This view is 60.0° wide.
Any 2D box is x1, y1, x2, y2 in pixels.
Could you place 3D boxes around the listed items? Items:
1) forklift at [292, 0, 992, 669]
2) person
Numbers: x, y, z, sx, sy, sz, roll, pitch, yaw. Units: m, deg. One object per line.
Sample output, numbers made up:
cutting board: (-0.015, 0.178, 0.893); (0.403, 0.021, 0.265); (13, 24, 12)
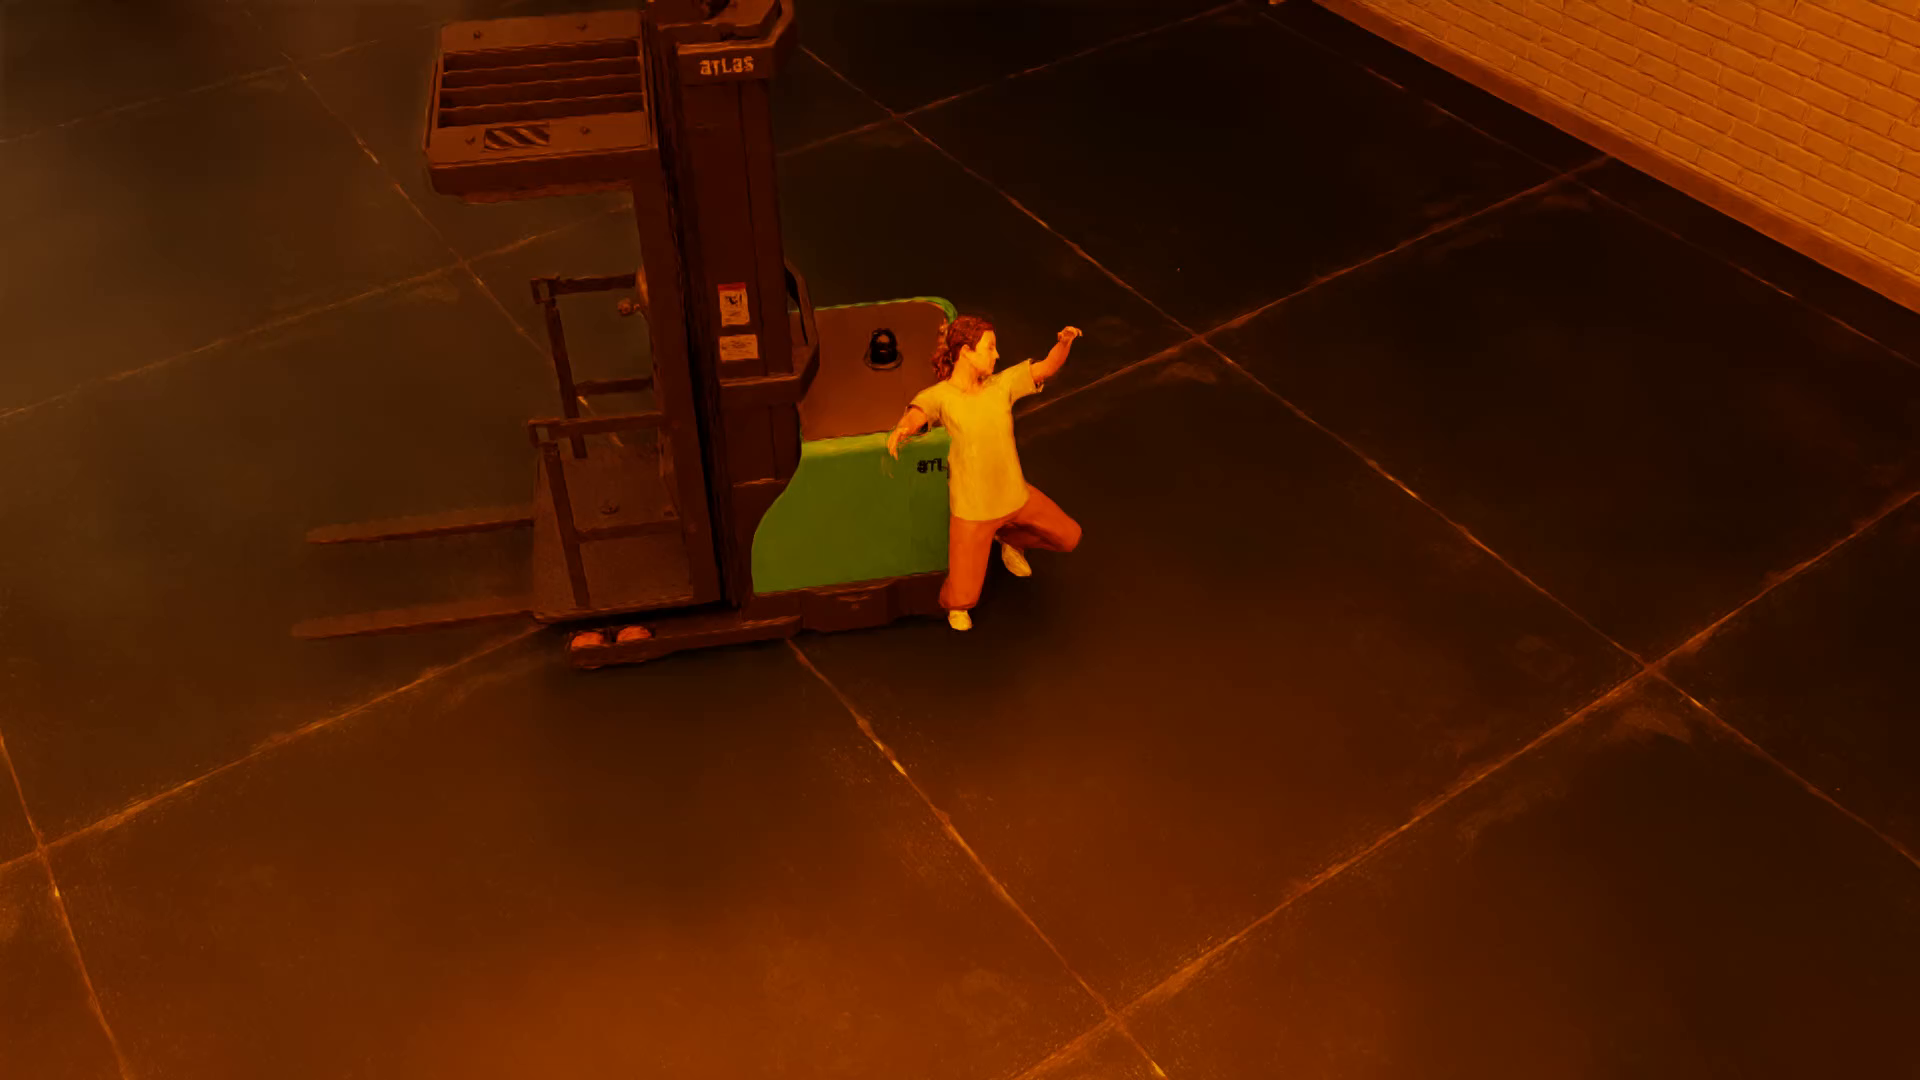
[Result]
forklift: (-1.424, -0.905, 6.697); (3.031, 2.935, 1.130); (-7, 43, -7)
person: (-0.002, -0.248, 6.991); (0.951, 1.541, 0.654); (-26, 49, -25)
